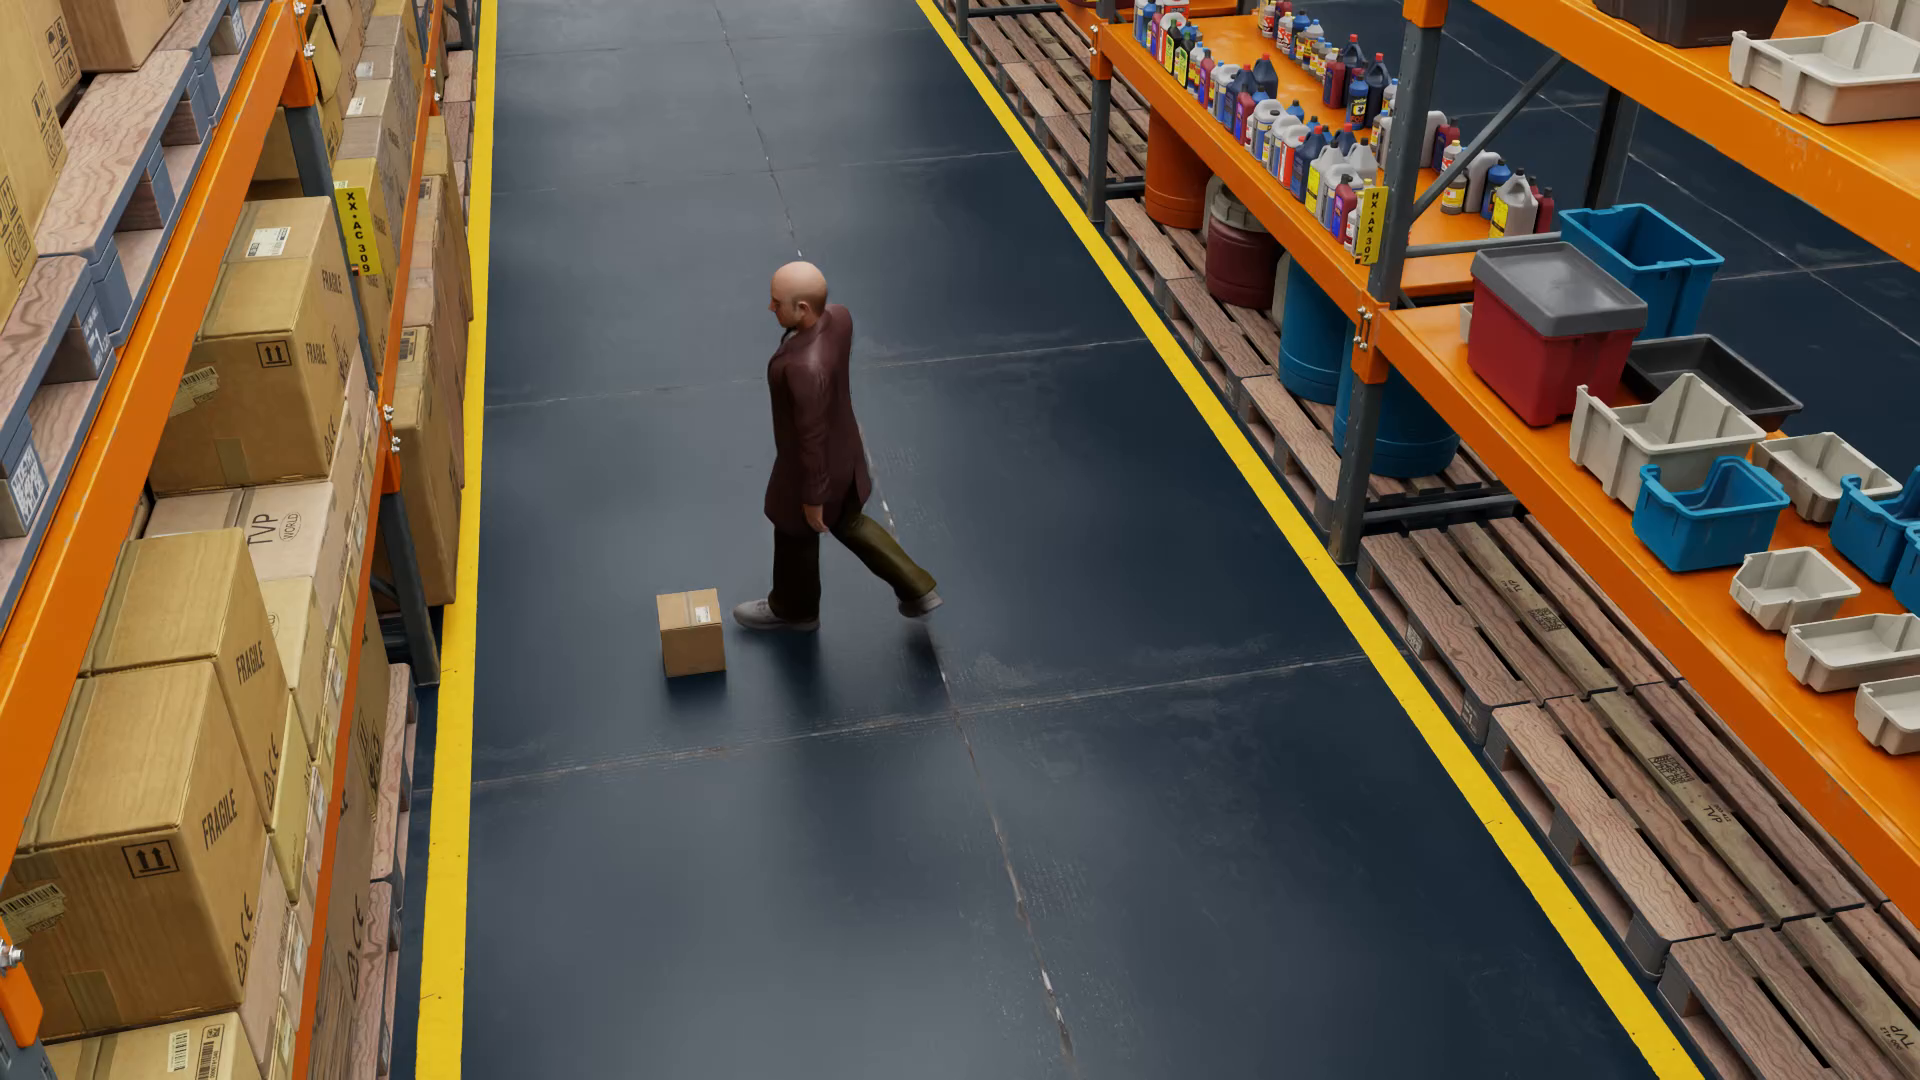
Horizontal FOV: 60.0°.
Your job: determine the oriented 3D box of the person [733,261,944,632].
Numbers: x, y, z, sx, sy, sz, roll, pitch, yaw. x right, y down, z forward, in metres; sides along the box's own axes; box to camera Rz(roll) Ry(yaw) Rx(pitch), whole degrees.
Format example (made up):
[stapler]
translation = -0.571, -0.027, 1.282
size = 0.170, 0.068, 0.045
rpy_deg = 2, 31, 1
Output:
[person]
translation = -0.519, -0.321, 6.630
size = 0.934, 1.763, 0.652
rpy_deg = 8, 35, 11
